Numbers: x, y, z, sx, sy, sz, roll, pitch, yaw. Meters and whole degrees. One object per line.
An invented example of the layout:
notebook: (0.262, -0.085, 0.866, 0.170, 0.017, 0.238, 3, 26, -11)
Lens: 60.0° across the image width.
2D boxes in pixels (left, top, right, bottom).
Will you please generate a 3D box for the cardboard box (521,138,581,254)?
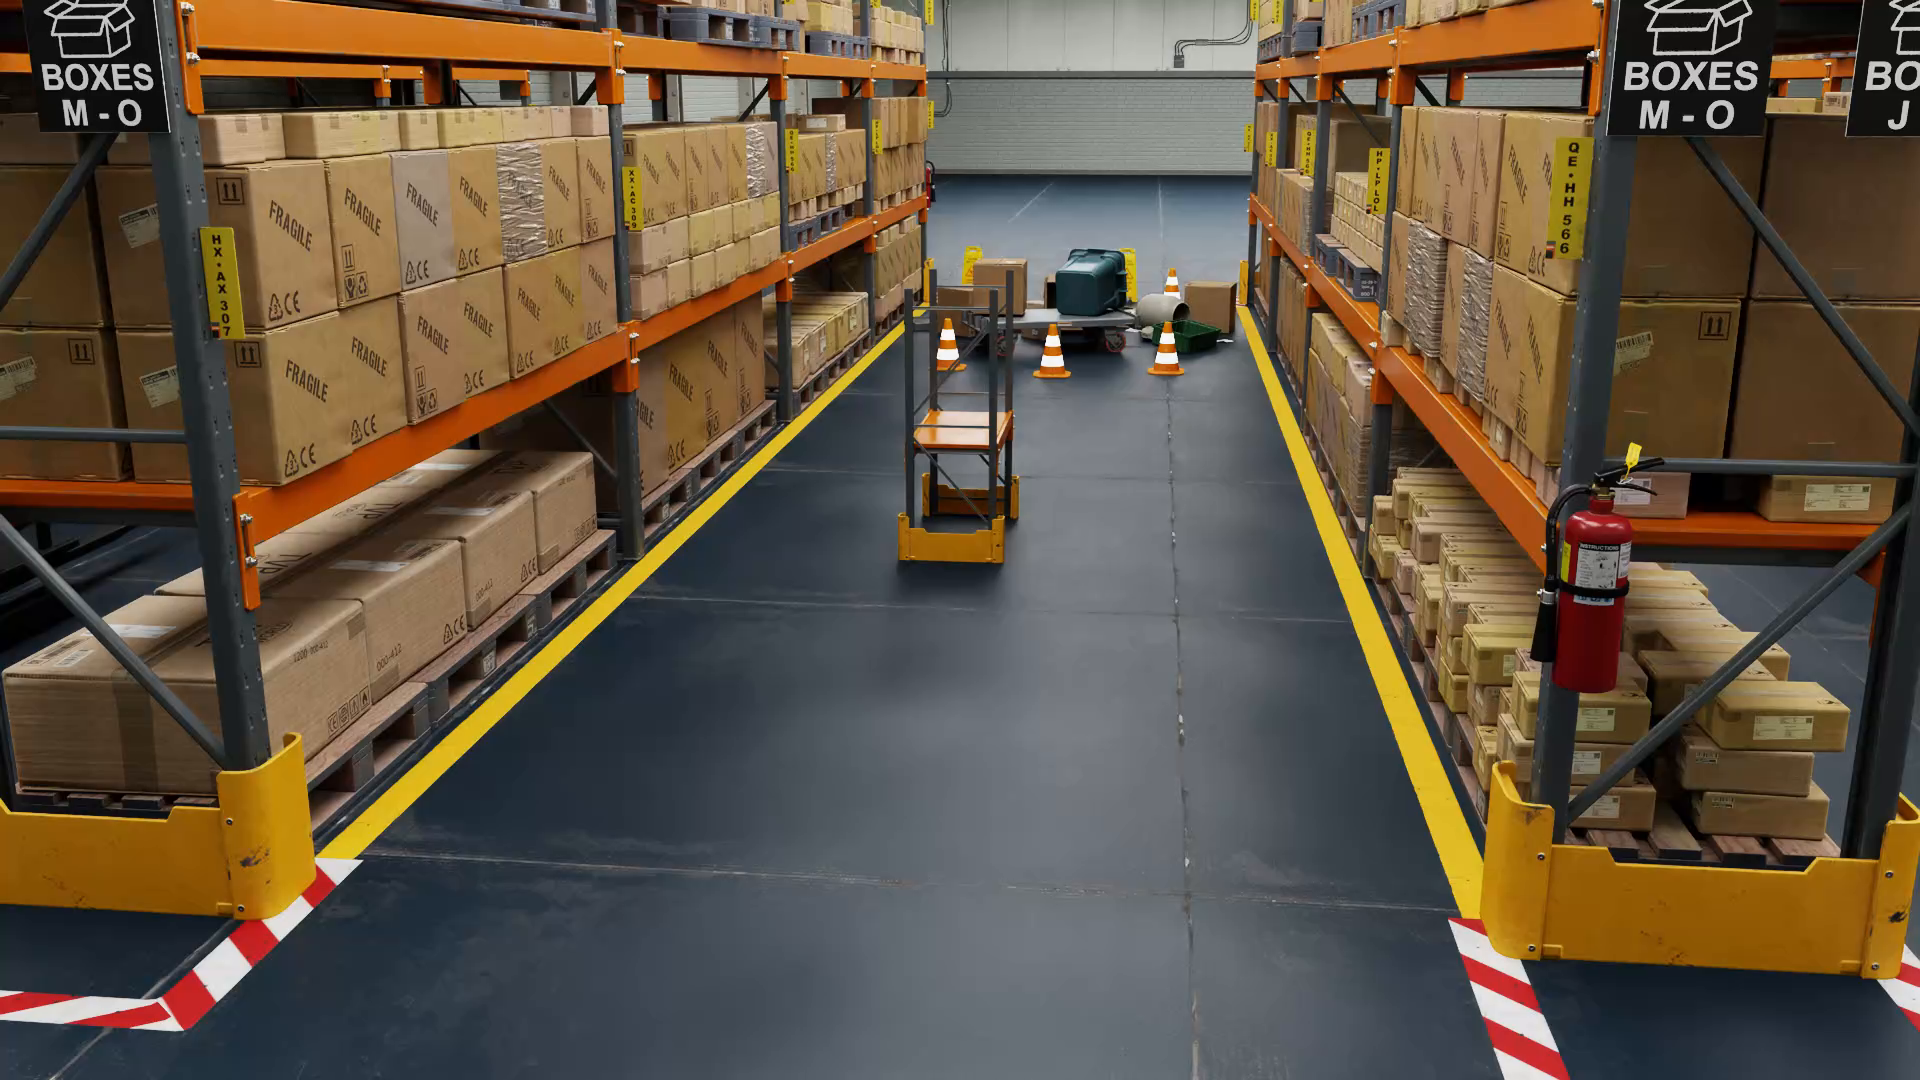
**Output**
cardboard box: (-2.114, -1.623, 7.809, 0.500, 0.500, 0.500, 1, 15, 5)

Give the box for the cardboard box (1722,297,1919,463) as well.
cardboard box: (2.534, -0.497, 4.991, 0.500, 0.500, 0.500, 2, 15, 9)

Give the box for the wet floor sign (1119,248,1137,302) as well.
wet floor sign: (2.050, -3.276, 20.540, 0.267, 0.644, 0.232, -1, 15, -3)

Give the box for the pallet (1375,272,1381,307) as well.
pallet: (2.891, -1.335, 9.221, 1.003, 0.211, 1.213, 2, 15, 6)

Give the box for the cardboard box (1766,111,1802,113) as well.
cardboard box: (2.654, -1.245, 5.843, 0.500, 0.500, 0.500, 1, 15, 5)

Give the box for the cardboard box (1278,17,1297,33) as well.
cardboard box: (3.286, -4.990, 16.110, 0.380, 0.149, 0.250, 2, 15, 6)

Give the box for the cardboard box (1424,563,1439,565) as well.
cardboard box: (2.282, 0.154, 7.435, 0.380, 0.149, 0.250, 2, 15, 9)

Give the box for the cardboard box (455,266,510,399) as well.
cardboard box: (-2.237, -0.874, 6.957, 0.500, 0.500, 0.500, 2, 15, 8)

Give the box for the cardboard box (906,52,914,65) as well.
cardboard box: (-0.738, -5.558, 19.206, 0.380, 0.149, 0.250, 2, 15, 8)

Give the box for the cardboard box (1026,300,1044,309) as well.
cardboard box: (0.943, -2.690, 19.327, 0.380, 0.149, 0.250, 11, 19, 35)

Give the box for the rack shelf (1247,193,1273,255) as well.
rack shelf: (3.788, -3.480, 18.164, 1.077, 0.370, 4.000, 2, 15, 6)

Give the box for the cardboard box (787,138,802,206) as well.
cardboard box: (-1.538, -2.895, 13.058, 0.500, 0.500, 0.500, 1, 15, 5)

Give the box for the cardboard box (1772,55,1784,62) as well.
cardboard box: (8.393, -4.906, 16.598, 0.500, 0.250, 0.500, 2, 15, 6)

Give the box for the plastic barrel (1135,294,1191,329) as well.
plastic barrel: (2.166, -2.405, 17.744, 0.421, 0.421, 0.512, -14, 20, -42)

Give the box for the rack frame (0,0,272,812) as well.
rack frame: (-2.721, -0.316, 5.085, 1.000, 3.000, 0.127, 2, 15, 6)

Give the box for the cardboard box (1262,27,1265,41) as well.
cardboard box: (3.572, -5.648, 18.540, 0.380, 0.149, 0.250, 2, 15, 7)

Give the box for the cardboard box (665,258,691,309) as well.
cardboard box: (-1.901, -1.522, 9.831, 0.500, 0.250, 0.500, 1, 15, 5)

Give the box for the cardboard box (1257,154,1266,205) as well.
cardboard box: (3.789, -4.036, 18.555, 0.875, 0.550, 0.550, 2, 15, 6)

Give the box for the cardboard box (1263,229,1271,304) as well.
cardboard box: (3.906, -3.117, 18.710, 0.875, 0.875, 0.875, 1, 15, 5)

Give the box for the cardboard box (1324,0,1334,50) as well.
cardboard box: (2.782, -3.627, 11.392, 0.500, 0.500, 0.500, 2, 15, 6)

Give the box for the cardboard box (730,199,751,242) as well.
cardboard box: (-1.713, -2.160, 11.234, 0.500, 0.250, 0.500, 1, 15, 5)

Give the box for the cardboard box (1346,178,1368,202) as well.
cardboard box: (2.776, -2.324, 11.047, 0.380, 0.149, 0.250, 1, 15, 4)

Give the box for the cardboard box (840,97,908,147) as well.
cardboard box: (-0.939, -4.472, 17.777, 0.700, 0.500, 0.500, 1, 15, 5)

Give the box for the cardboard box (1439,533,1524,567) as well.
cardboard box: (2.280, 0.077, 7.147, 0.380, 0.149, 0.250, 1, 15, 4)

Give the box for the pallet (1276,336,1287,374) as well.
pallet: (3.550, -1.760, 15.768, 1.003, 0.211, 1.213, 2, 15, 6)

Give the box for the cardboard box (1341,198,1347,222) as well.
cardboard box: (2.802, -2.237, 11.296, 0.380, 0.149, 0.250, 1, 15, 5)

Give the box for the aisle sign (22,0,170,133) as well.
aisle sign: (-2.441, -1.544, 4.645, 0.394, 0.787, 0.004, 2, 15, 6)

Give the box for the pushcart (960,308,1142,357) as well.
pushcart: (0.904, -2.108, 16.736, 1.648, 0.377, 0.936, -4, 16, -13)

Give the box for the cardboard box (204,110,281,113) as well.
cardboard box: (-2.760, -1.525, 6.205, 0.380, 0.149, 0.250, 2, 15, 6)

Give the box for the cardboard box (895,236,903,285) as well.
cardboard box: (-0.924, -3.084, 18.349, 0.500, 0.500, 0.500, 3, 15, 9)

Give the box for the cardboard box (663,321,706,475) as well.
cardboard box: (-2.185, -0.928, 10.614, 0.875, 0.875, 0.875, 2, 15, 8)

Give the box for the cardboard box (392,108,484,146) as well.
cardboard box: (-2.208, -1.714, 6.906, 0.380, 0.149, 0.250, 2, 15, 6)

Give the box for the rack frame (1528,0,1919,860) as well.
rack frame: (2.209, -0.197, 4.642, 1.000, 3.000, 0.127, 2, 15, 6)

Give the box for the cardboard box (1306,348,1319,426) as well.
cardboard box: (2.778, -1.091, 11.936, 0.500, 0.500, 0.500, 1, 15, 4)

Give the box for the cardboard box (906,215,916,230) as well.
cardboard box: (-0.722, -3.704, 19.396, 0.380, 0.149, 0.250, 2, 15, 8)

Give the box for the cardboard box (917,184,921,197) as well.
cardboard box: (-0.664, -4.172, 19.827, 0.380, 0.149, 0.250, 2, 15, 6)

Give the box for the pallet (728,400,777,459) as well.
pallet: (-1.982, -0.843, 12.374, 1.003, 0.211, 1.213, 2, 15, 6)

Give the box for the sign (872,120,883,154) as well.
sign: (-0.815, -3.972, 16.386, 0.100, 0.325, 0.005, 2, 15, 6)

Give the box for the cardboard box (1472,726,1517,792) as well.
cardboard box: (1.989, 0.765, 5.745, 0.380, 0.149, 0.250, 2, 15, 8)

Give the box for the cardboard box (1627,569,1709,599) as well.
cardboard box: (2.734, 0.222, 6.612, 0.380, 0.149, 0.250, 2, 15, 7)

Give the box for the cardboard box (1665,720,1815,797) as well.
cardboard box: (2.523, 0.705, 5.395, 0.380, 0.149, 0.250, 2, 15, 9)

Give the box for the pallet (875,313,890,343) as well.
pallet: (-1.327, -2.258, 17.607, 1.003, 0.211, 1.213, 2, 15, 6)

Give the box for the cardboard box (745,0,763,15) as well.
cardboard box: (-1.742, -3.828, 11.328, 0.700, 0.500, 0.500, 1, 15, 3)

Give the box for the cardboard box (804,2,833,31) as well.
cardboard box: (-1.410, -4.588, 14.618, 0.500, 0.250, 0.500, 2, 15, 7)

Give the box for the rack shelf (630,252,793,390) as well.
rack shelf: (-2.044, -1.525, 10.933, 1.077, 0.370, 4.000, 2, 15, 6)

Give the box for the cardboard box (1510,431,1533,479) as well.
cardboard box: (2.043, -0.297, 5.495, 0.380, 0.149, 0.250, 2, 15, 6)

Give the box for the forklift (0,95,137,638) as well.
forklift: (-4.981, -0.966, 7.620, 1.130, 2.935, 3.031, 1, 15, 4)

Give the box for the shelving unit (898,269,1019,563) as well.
shelving unit: (0.009, -0.744, 9.539, 0.587, 1.500, 1.083, 2, 15, 6)

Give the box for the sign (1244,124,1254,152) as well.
sign: (3.463, -4.820, 19.932, 0.100, 0.325, 0.005, 2, 15, 6)

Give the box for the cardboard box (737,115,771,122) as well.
cardboard box: (-1.792, -3.740, 14.937, 0.380, 0.149, 0.250, 3, 15, 9)

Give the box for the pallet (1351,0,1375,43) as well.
pallet: (2.949, -3.017, 9.688, 1.213, 0.211, 1.003, 2, 15, 6)

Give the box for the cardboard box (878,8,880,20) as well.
cardboard box: (-1.007, -5.280, 16.651, 0.380, 0.149, 0.250, 2, 15, 8)

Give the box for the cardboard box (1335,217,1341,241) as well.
cardboard box: (2.830, -2.173, 11.629, 0.380, 0.149, 0.250, 2, 15, 9)

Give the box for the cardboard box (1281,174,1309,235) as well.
cardboard box: (3.121, -2.968, 14.700, 0.500, 0.500, 0.500, 2, 15, 6)

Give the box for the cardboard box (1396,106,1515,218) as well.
cardboard box: (2.367, -1.799, 7.890, 0.500, 0.500, 0.500, 2, 15, 8)
